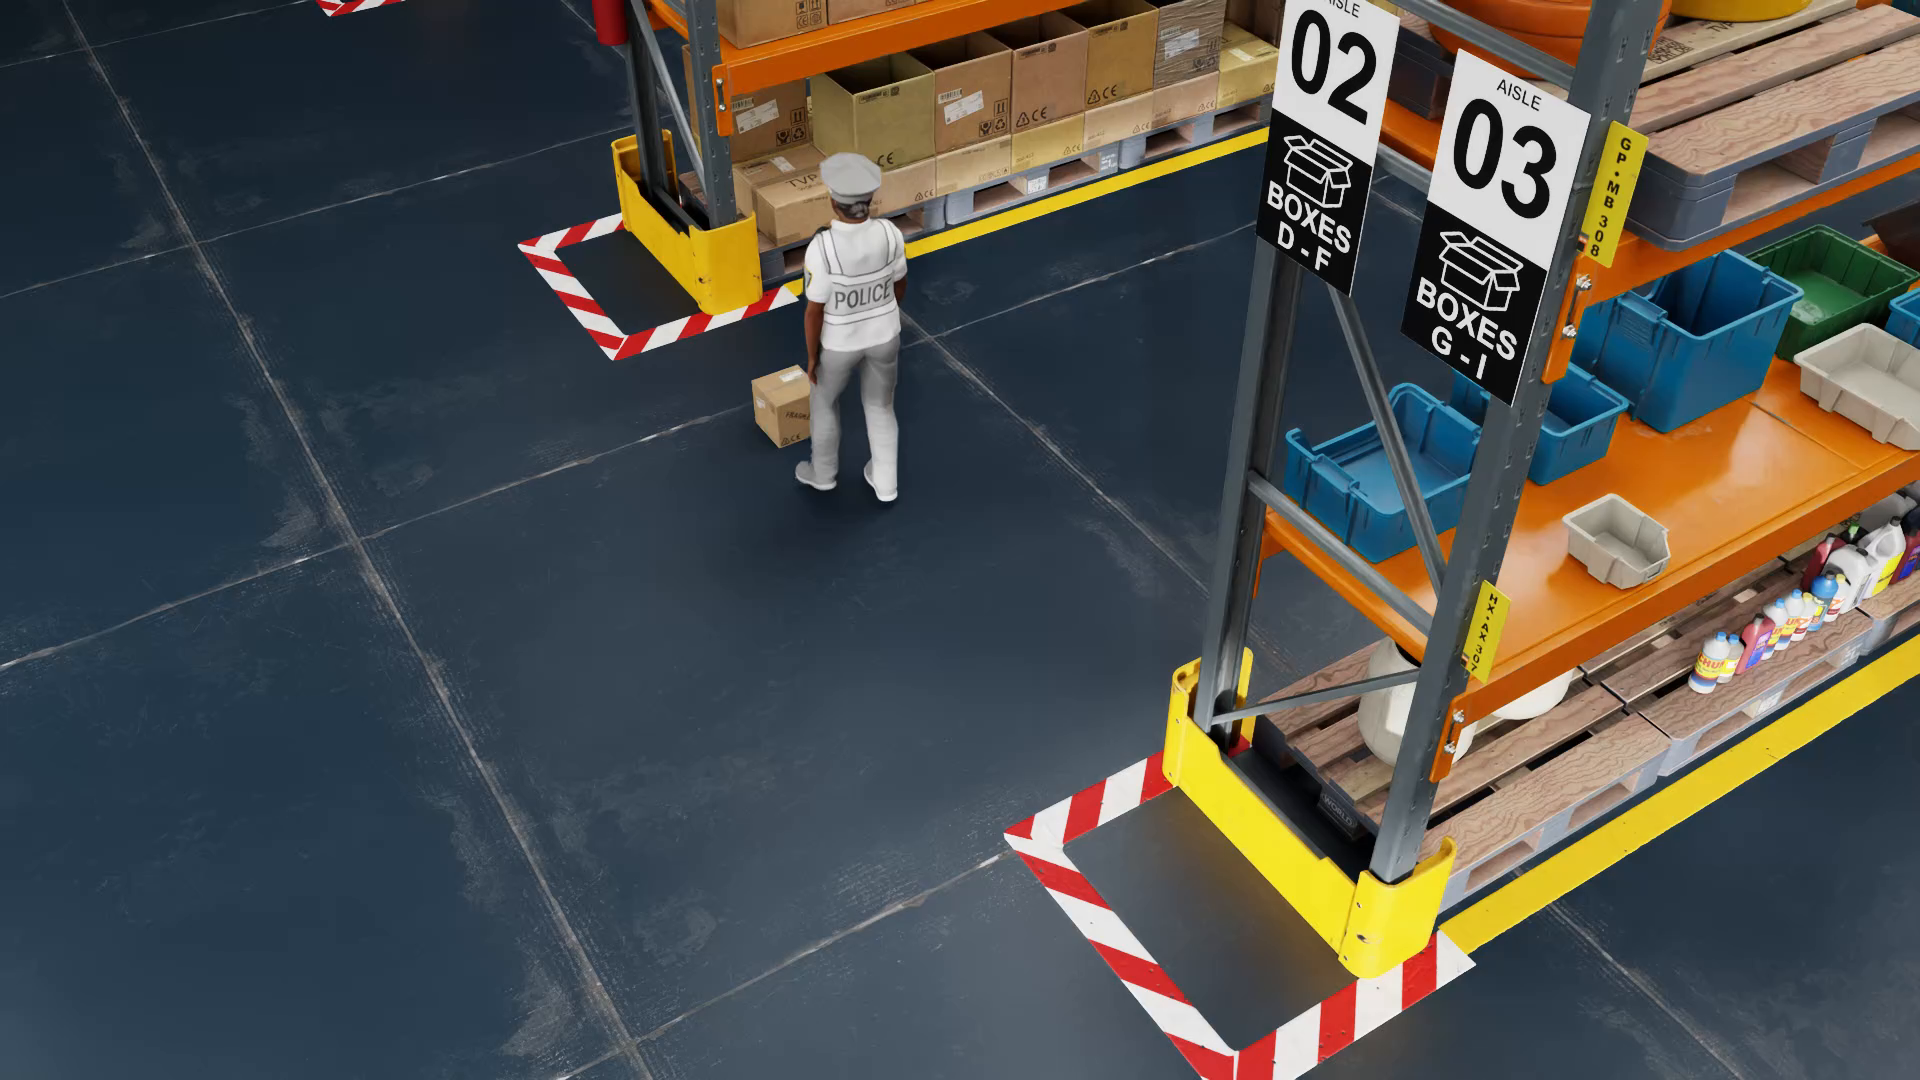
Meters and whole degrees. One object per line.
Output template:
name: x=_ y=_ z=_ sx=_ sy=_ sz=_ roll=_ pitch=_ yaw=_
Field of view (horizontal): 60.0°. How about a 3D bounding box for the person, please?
person: x=-0.474 y=-0.889 z=7.175 sx=0.493 sy=1.699 sz=0.479 roll=-16 pitch=44 yaw=-18
